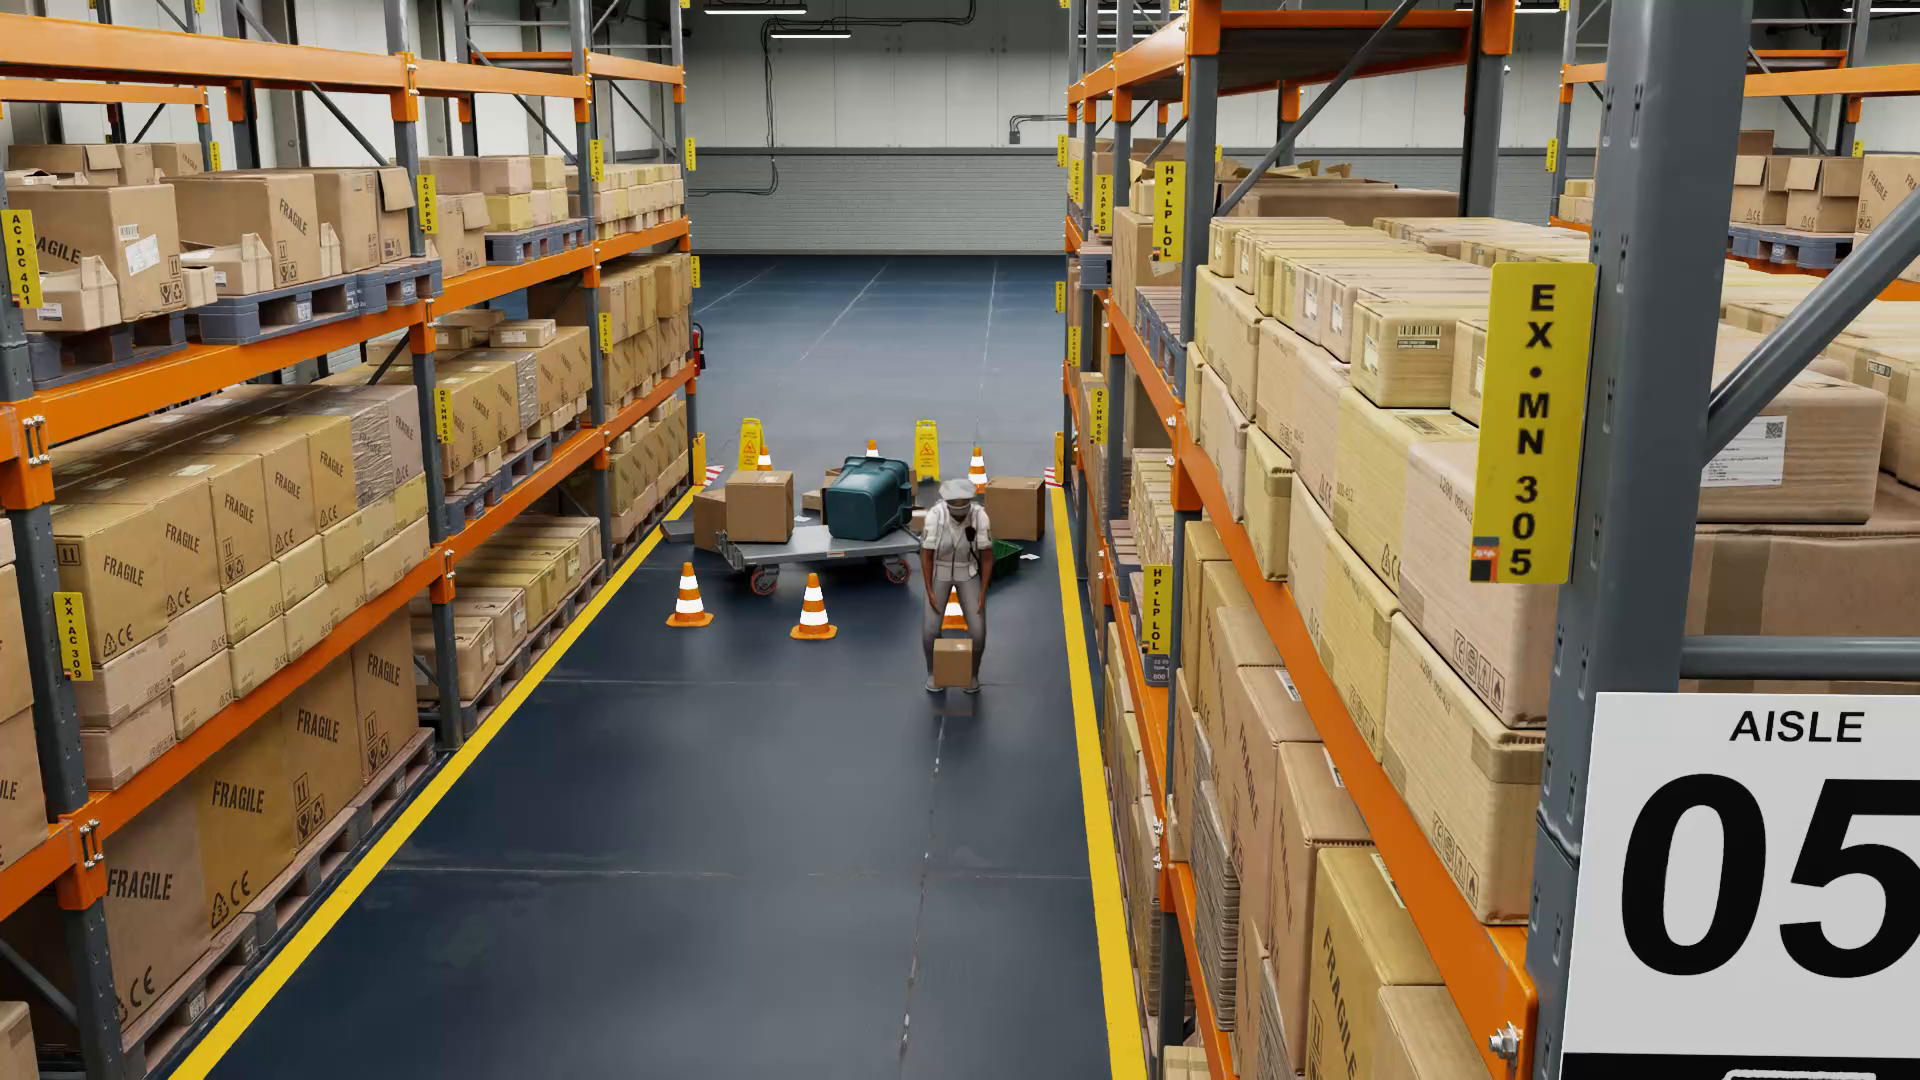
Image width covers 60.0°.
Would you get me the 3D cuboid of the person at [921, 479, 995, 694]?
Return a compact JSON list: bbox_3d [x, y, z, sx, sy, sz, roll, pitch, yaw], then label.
[{"bbox_3d":[-0.013,0.299,11.195,0.490,1.487,0.628,0,14,1],"label":"person"}]
